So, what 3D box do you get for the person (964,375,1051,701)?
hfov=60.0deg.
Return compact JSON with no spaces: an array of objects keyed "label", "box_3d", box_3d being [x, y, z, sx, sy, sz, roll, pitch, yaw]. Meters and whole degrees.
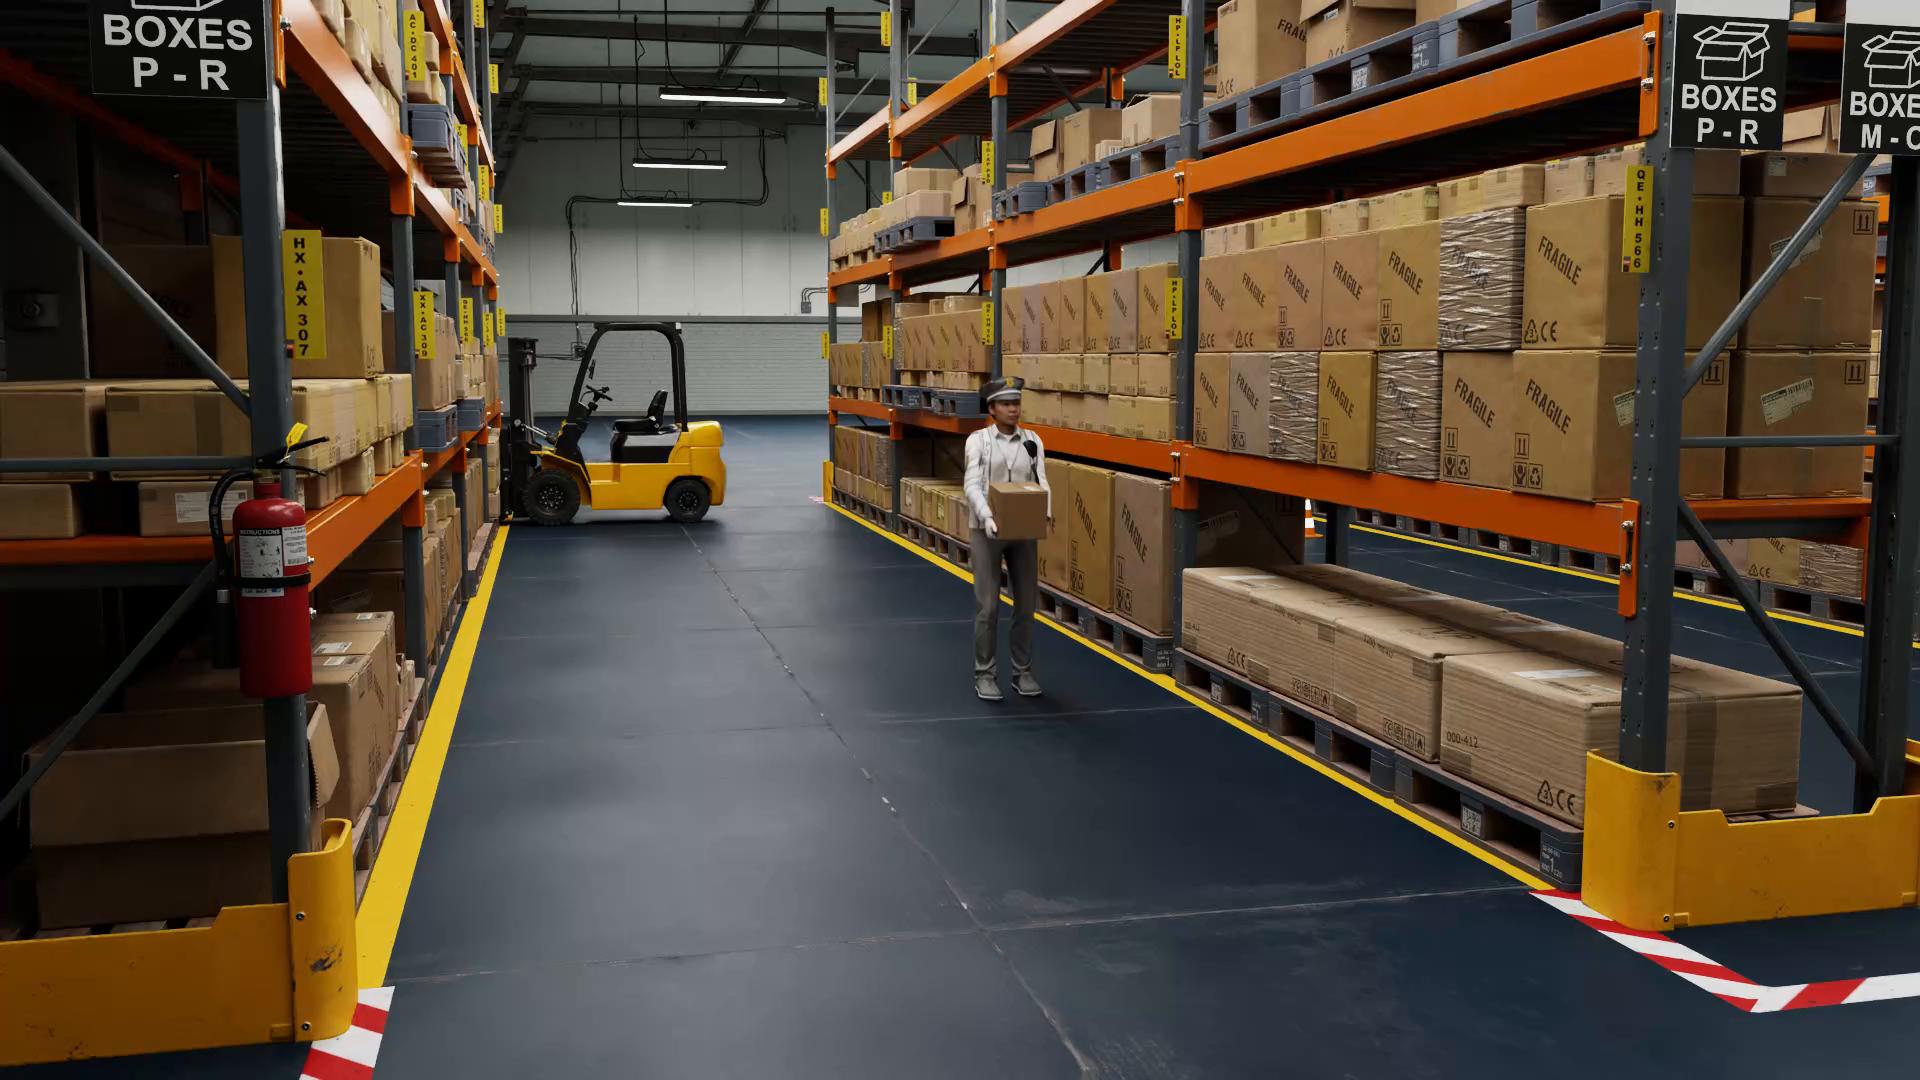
[{"label":"person","box_3d":[0.251,-0.014,8.710,0.457,1.690,0.539,-1,6,-13]}]
